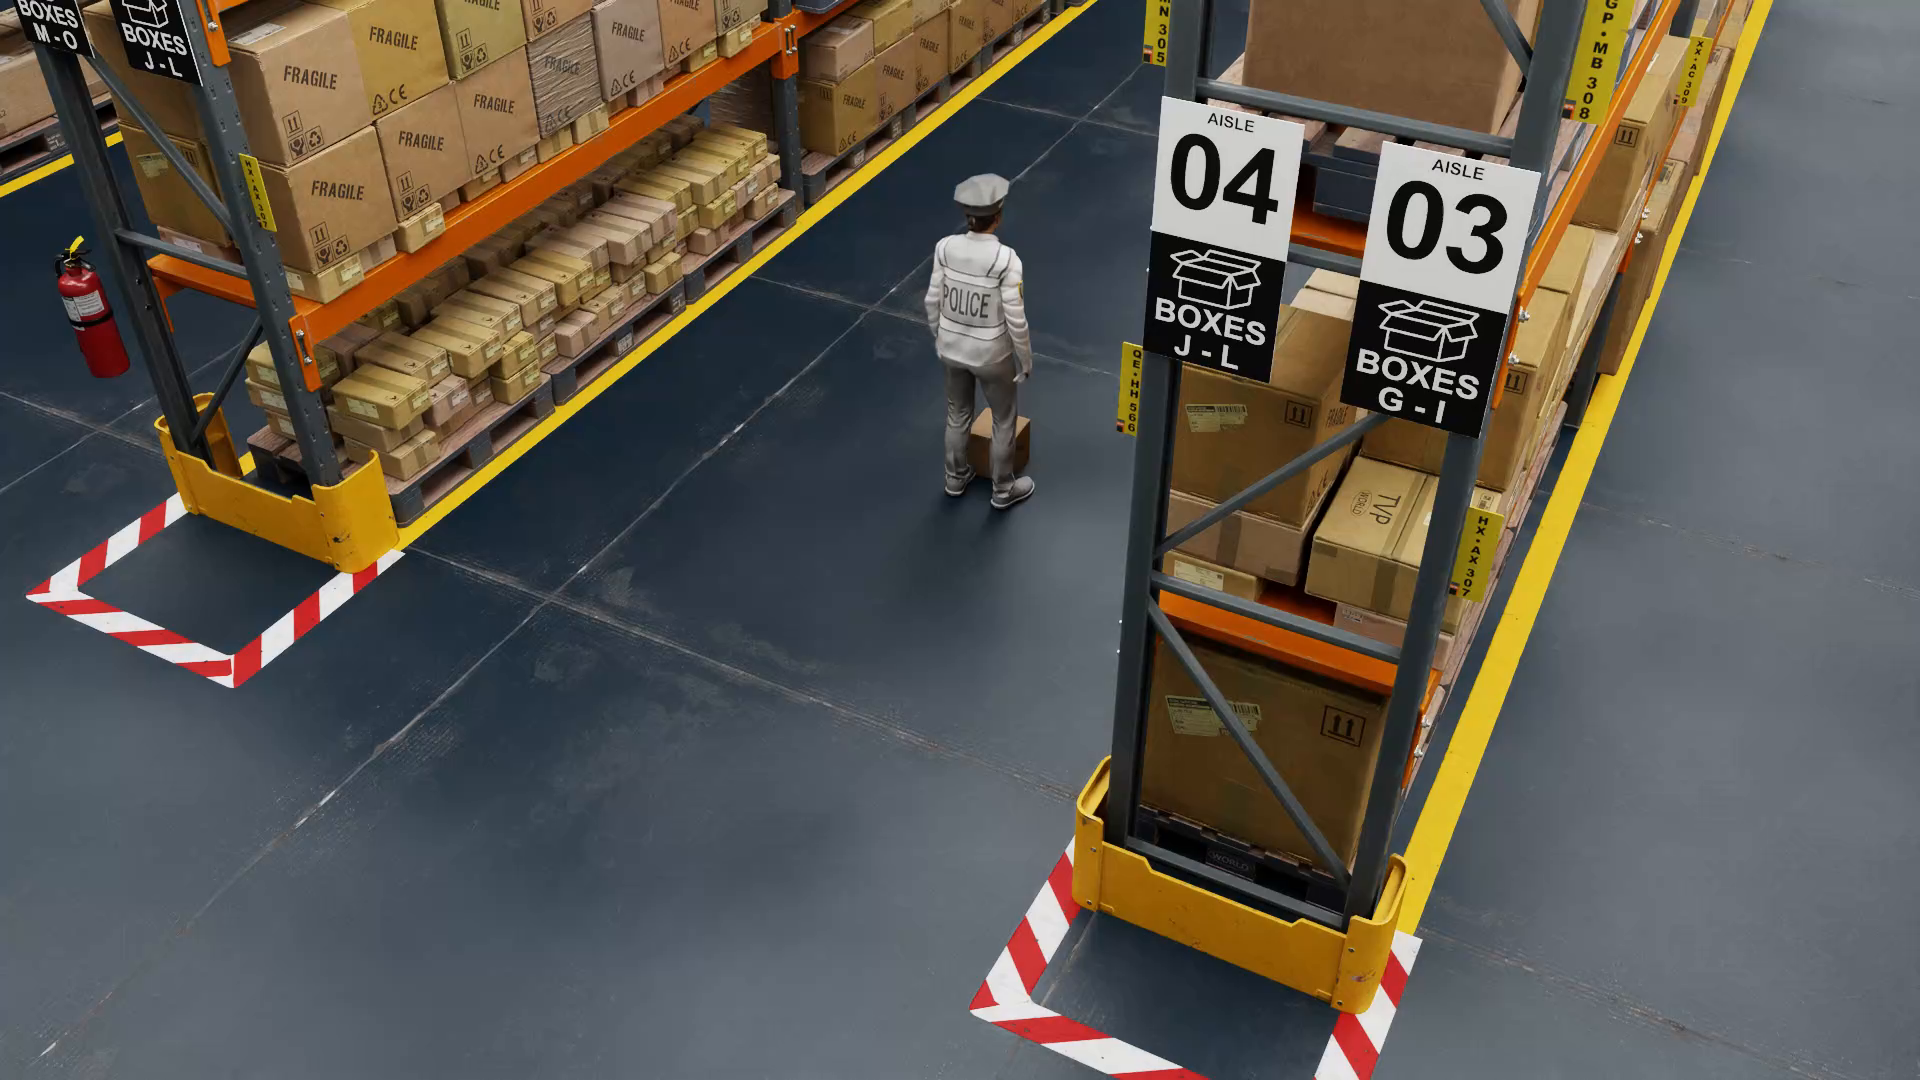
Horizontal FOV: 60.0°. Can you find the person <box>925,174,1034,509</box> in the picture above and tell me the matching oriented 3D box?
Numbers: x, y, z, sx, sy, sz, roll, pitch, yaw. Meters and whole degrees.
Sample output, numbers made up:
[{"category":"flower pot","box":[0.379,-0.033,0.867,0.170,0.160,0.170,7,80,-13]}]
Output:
[{"category":"person","box":[0.094,-0.902,7.893,0.529,1.663,0.372,18,42,21]}]
